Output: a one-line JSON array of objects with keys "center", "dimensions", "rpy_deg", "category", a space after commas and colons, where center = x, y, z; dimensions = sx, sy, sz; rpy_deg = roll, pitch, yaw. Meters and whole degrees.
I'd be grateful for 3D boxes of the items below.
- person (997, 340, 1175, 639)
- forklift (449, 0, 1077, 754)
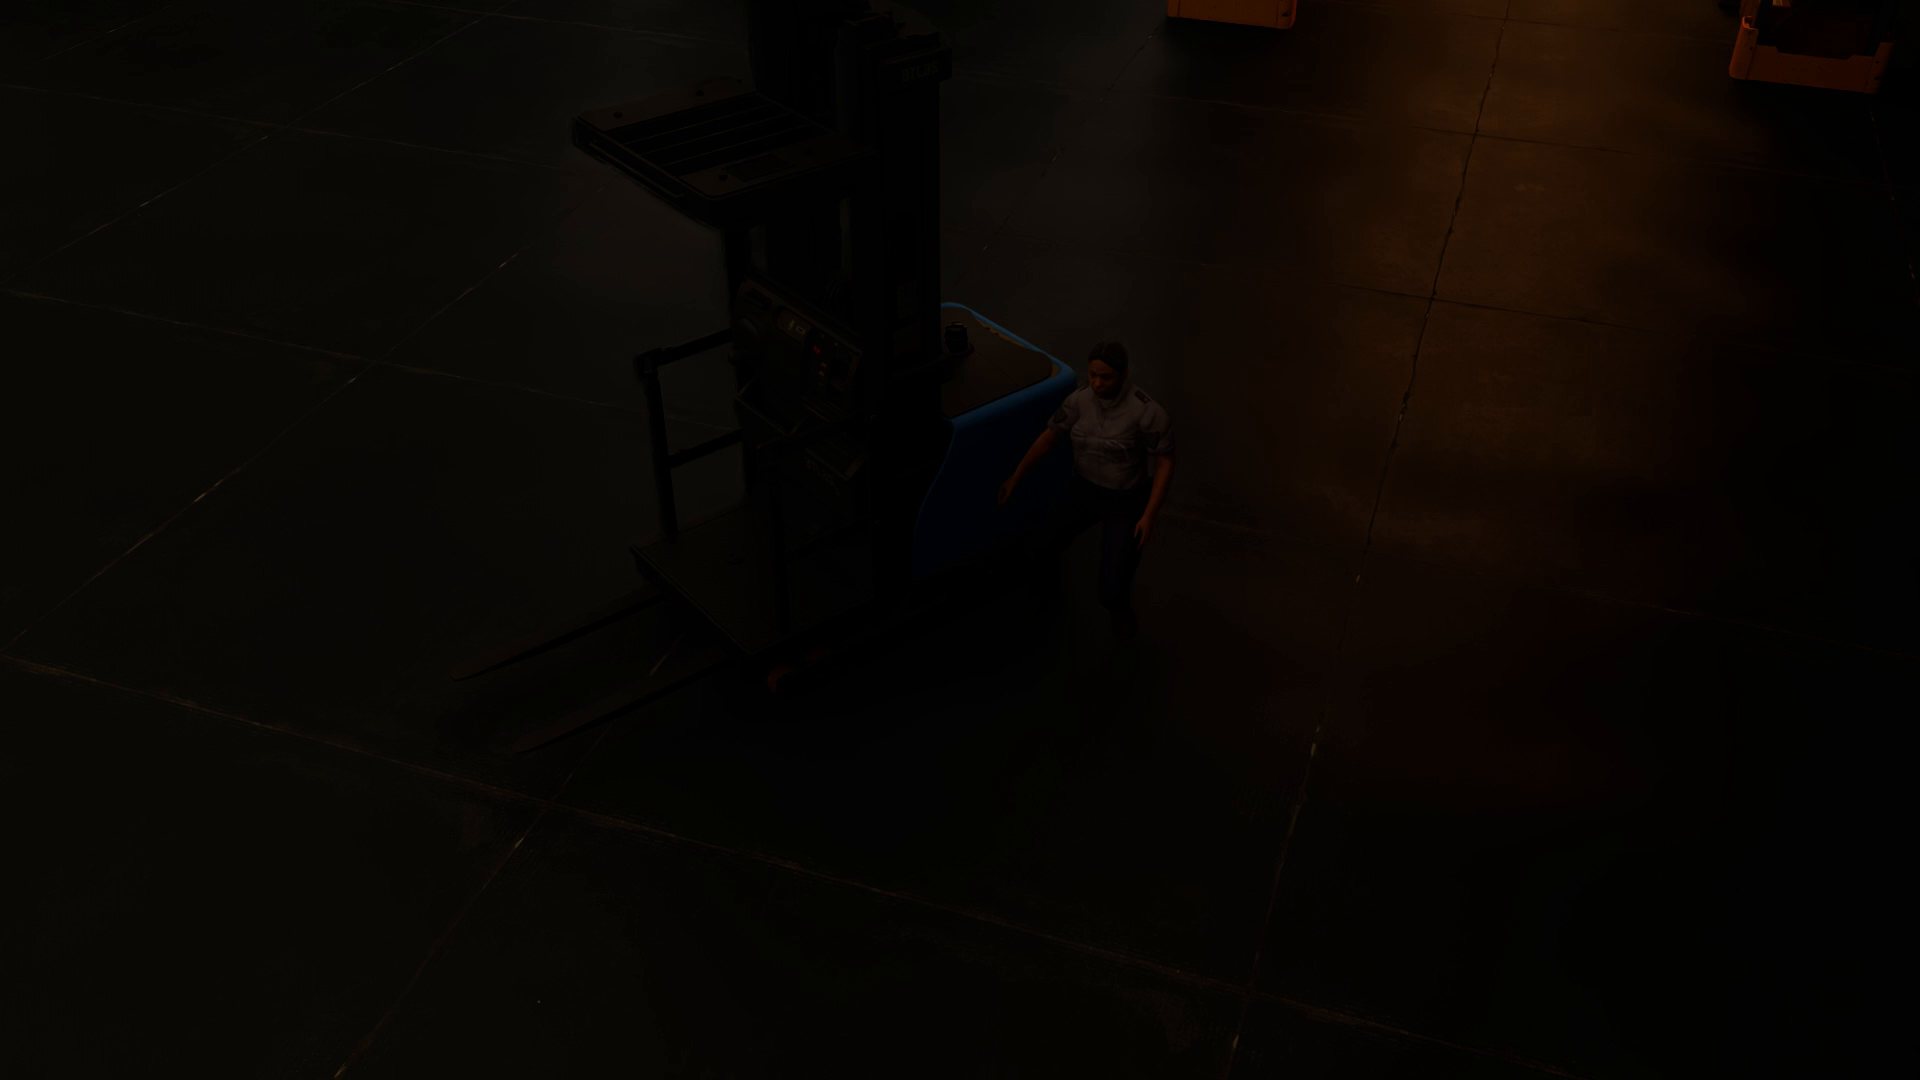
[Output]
[{"center": [0.591, -0.182, 7.604], "dimensions": [0.760, 1.575, 0.468], "rpy_deg": [27, 43, 33], "category": "person"}, {"center": [-0.890, -0.813, 7.258], "dimensions": [3.031, 2.935, 1.130], "rpy_deg": [-25, 42, -31], "category": "forklift"}]
